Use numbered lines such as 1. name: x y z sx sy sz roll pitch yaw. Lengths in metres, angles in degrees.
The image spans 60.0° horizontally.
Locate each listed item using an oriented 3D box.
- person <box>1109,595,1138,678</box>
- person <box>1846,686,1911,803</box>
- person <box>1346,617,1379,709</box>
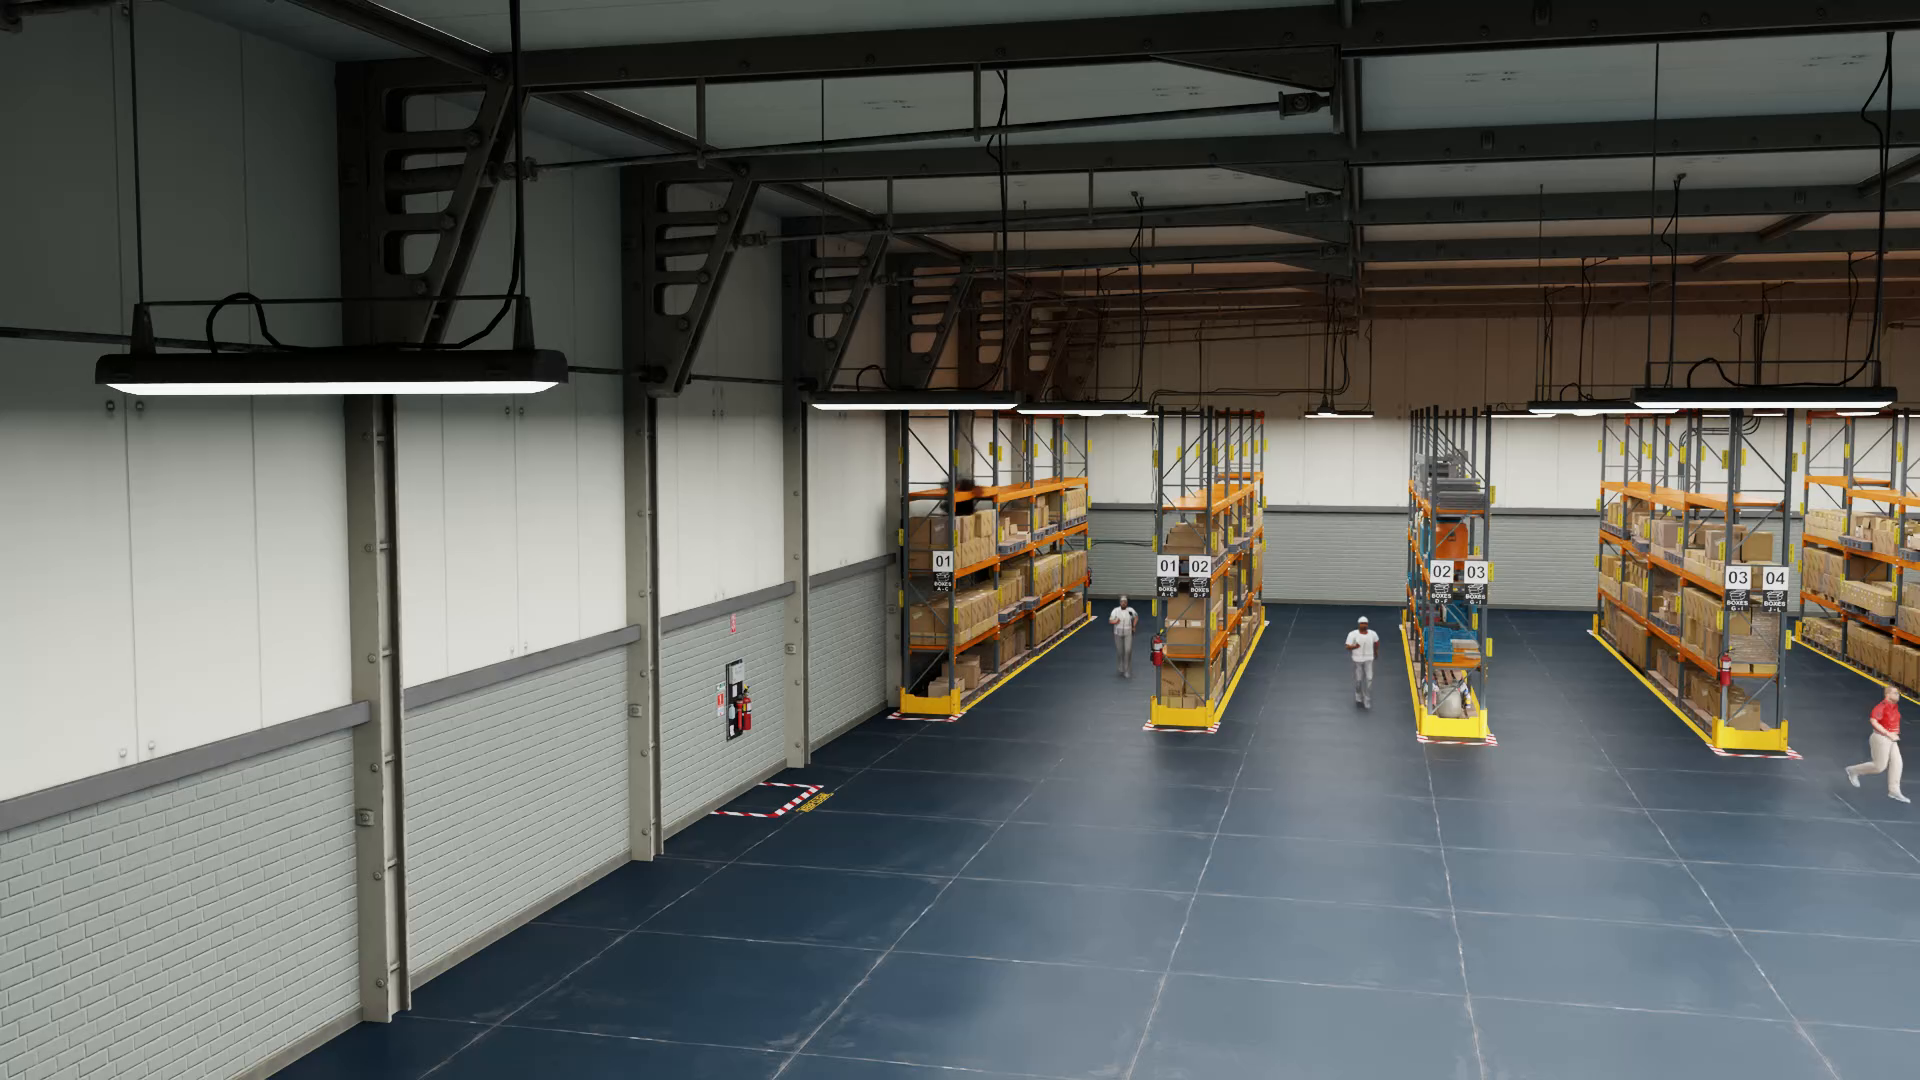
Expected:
1. person: 3.676 2.154 37.409 0.642 1.835 0.762 0 4 7
2. person: 14.014 3.069 25.294 0.686 1.723 0.929 -3 5 -40
3. person: 8.074 2.442 33.343 0.677 1.823 0.738 1 4 8
